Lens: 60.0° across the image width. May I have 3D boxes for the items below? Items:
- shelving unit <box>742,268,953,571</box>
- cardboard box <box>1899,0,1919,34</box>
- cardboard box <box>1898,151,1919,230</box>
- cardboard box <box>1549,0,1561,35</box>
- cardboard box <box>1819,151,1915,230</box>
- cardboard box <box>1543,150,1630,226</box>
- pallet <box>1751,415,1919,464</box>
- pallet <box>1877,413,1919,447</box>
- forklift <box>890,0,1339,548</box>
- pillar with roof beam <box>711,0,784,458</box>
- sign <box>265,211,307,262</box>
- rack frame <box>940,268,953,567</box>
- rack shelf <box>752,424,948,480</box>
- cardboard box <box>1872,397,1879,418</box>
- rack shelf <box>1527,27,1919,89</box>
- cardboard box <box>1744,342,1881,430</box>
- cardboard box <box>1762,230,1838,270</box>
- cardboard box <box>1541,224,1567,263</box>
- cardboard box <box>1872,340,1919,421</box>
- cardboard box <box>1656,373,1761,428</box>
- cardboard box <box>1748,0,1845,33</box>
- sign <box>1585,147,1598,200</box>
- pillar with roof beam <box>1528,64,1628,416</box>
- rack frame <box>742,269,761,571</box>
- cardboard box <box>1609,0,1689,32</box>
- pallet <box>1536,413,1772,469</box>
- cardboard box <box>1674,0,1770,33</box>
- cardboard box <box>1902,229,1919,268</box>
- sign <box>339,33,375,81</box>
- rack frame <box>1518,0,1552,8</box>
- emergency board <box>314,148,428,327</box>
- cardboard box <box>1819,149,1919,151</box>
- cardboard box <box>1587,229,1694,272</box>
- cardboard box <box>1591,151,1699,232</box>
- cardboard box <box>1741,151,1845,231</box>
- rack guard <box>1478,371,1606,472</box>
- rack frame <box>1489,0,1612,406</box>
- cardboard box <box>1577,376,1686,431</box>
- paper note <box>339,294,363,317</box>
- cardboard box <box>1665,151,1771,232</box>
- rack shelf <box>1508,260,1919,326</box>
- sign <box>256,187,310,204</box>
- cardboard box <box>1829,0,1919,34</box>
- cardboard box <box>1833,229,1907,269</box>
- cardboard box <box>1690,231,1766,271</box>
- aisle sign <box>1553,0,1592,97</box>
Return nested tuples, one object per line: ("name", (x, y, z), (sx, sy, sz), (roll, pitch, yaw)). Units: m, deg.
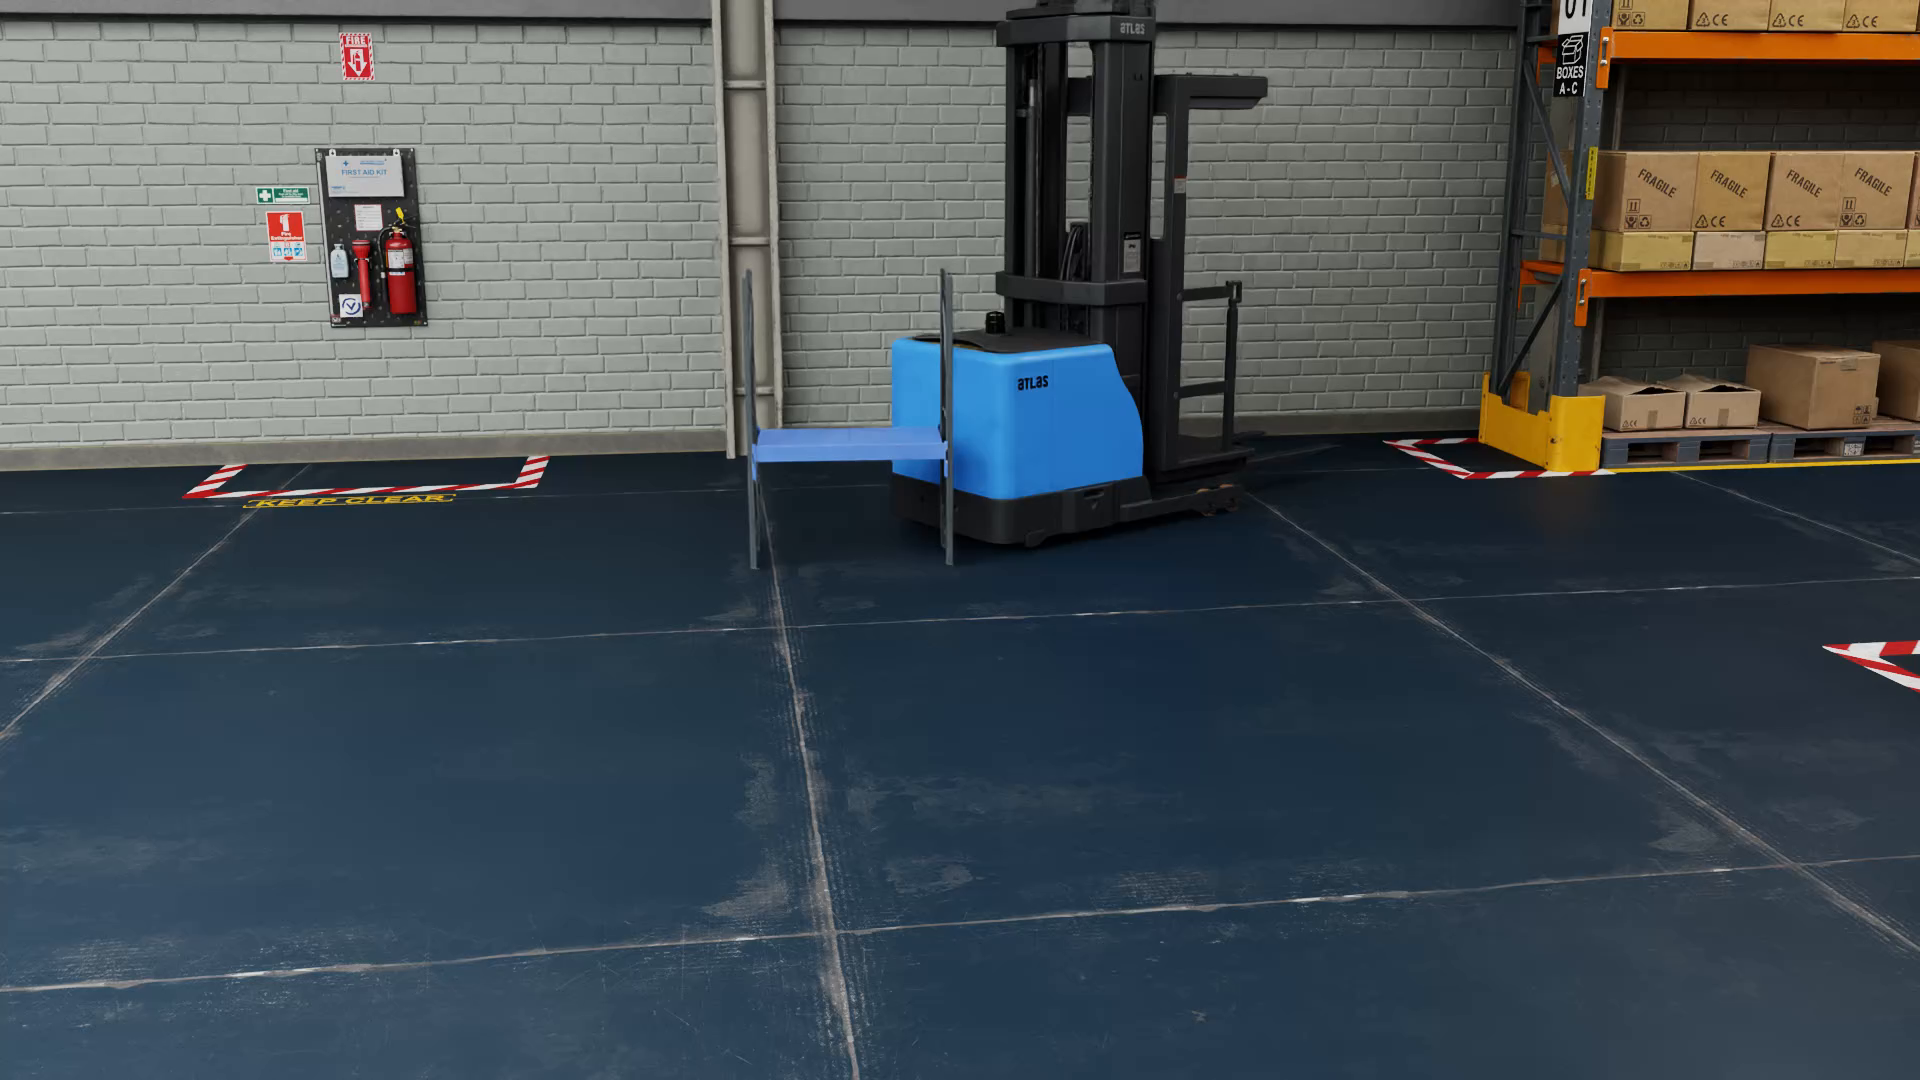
("shelving unit", (-0.578, -0.640, 8.690), (1.048, 1.500, 0.538), (-1, 14, -4))
("cardboard box", (6.386, -3.581, 10.923), (0.500, 0.500, 0.500), (-3, 14, -11))
("cardboard box", (6.479, -2.365, 11.210), (0.500, 0.500, 0.500), (-3, 14, -10))
("cardboard box", (4.312, -3.635, 11.136), (0.500, 0.500, 0.500), (-1, 14, -4))
("cardboard box", (5.965, -2.346, 11.134), (0.500, 0.500, 0.500), (-2, 14, -7))
("cardboard box", (4.372, -2.415, 11.409), (0.500, 0.500, 0.500), (-2, 14, -9))
("pallet", (6.025, -0.760, 11.819), (1.213, 0.211, 1.003), (-2, 14, -8))
("pallet", (7.234, -0.805, 11.998), (1.213, 0.211, 1.003), (-2, 14, -8))
("forklift", (1.063, -1.649, 9.771), (3.031, 2.935, 1.130), (-11, 18, -38))
("pillar with roof beam", (-0.791, -3.936, 6.417), (0.400, 9.000, 9.100), (-2, 14, -8))
("sign", (-4.444, -2.003, 10.970), (0.234, 0.329, 0.001), (-2, 14, -8))
("rack frame", (-0.071, -0.650, 8.729), (0.032, 1.500, 0.500), (-1, 14, -4))
("rack shelf", (-0.578, -0.465, 8.734), (1.000, 0.185, 0.538), (-1, 14, -4))
("cardboard box", (6.308, -0.968, 11.872), (0.250, 0.149, 0.380), (-3, 14, -13))
("rack shelf", (5.915, -3.224, 11.224), (4.000, 0.370, 1.077), (-2, 14, -8))
("cardboard box", (5.931, -1.085, 11.617), (0.500, 0.500, 0.700), (-3, 14, -12))
("cardboard box", (5.483, -1.963, 11.151), (0.500, 0.250, 0.500), (-2, 14, -9))
("cardboard box", (4.371, -2.046, 11.482), (0.500, 0.250, 0.500), (-2, 14, -7))
("cardboard box", (6.872, -1.144, 11.852), (0.500, 0.500, 0.500), (-3, 14, -13))
("cardboard box", (5.199, -0.979, 11.582), (0.500, 0.311, 0.500), (-1, 14, -4))
("cardboard box", (5.354, -3.541, 10.763), (0.500, 0.500, 0.500), (-1, 14, -6))
("sign", (4.018, -2.335, 10.587), (0.005, 0.325, 0.100), (-2, 14, -8))
("pillar with roof beam", (5.142, -4.153, 7.284), (0.400, 9.000, 9.100), (-2, 14, -8))
("rack frame", (-1.085, -0.630, 8.651), (0.032, 1.500, 0.500), (-1, 14, -4))
("cardboard box", (4.305, -3.511, 10.641), (0.500, 0.500, 0.500), (-2, 14, -7))
("pallet", (4.821, -0.717, 11.646), (1.213, 0.211, 1.003), (-2, 14, -8))
("cardboard box", (4.842, -3.522, 10.685), (0.500, 0.500, 0.500), (-1, 14, -5))
("cardboard box", (6.480, -1.999, 11.295), (0.500, 0.250, 0.500), (-2, 14, -9))
("sign", (-3.905, -3.129, 10.768), (0.199, 0.298, 0.001), (-2, 14, -8))
("rack frame", (3.937, -4.956, 10.482), (0.127, 3.000, 1.000), (-2, 14, -8))
("emergency board", (-3.882, -1.981, 10.956), (0.643, 1.169, 0.194), (-2, 14, -8))
("cardboard box", (6.391, -2.490, 11.709), (0.500, 0.500, 0.500), (-2, 14, -7))
("cardboard box", (4.467, -1.924, 10.994), (0.500, 0.250, 0.500), (-3, 14, -10))
("cardboard box", (4.454, -2.291, 10.918), (0.500, 0.500, 0.500), (-2, 14, -8))
("cardboard box", (5.456, -2.324, 11.048), (0.500, 0.500, 0.500), (-3, 14, -10))
("rack guard", (4.012, -0.836, 11.527), (0.348, 0.500, 1.175), (-2, 14, -8))
("rack frame", (3.937, -2.046, 11.212), (0.127, 3.000, 1.000), (-2, 14, -8))
("cardboard box", (4.635, -0.958, 11.499), (0.500, 0.311, 0.500), (-4, 15, -15))
("paper note", (-4.067, -1.564, 11.103), (0.142, 0.148, 0.016), (-2, 14, -8))
("cardboard box", (4.944, -2.307, 10.979), (0.500, 0.500, 0.500), (-2, 14, -8))
("rack shelf", (5.915, -1.769, 11.589), (4.000, 0.370, 1.077), (-2, 14, -8))
("sign", (-4.438, -2.258, 10.898), (0.331, 0.109, 0.001), (-2, 14, -8))
("cardboard box", (5.881, -3.566, 10.861), (0.500, 0.500, 0.500), (-1, 14, -5))
("cardboard box", (5.983, -1.981, 11.222), (0.500, 0.250, 0.500), (-2, 14, -8))
("cardboard box", (4.978, -1.946, 11.083), (0.500, 0.250, 0.500), (-3, 14, -10))
("aisle sign", (3.911, -3.232, 10.598), (0.004, 0.787, 0.394), (-2, 14, -8))
